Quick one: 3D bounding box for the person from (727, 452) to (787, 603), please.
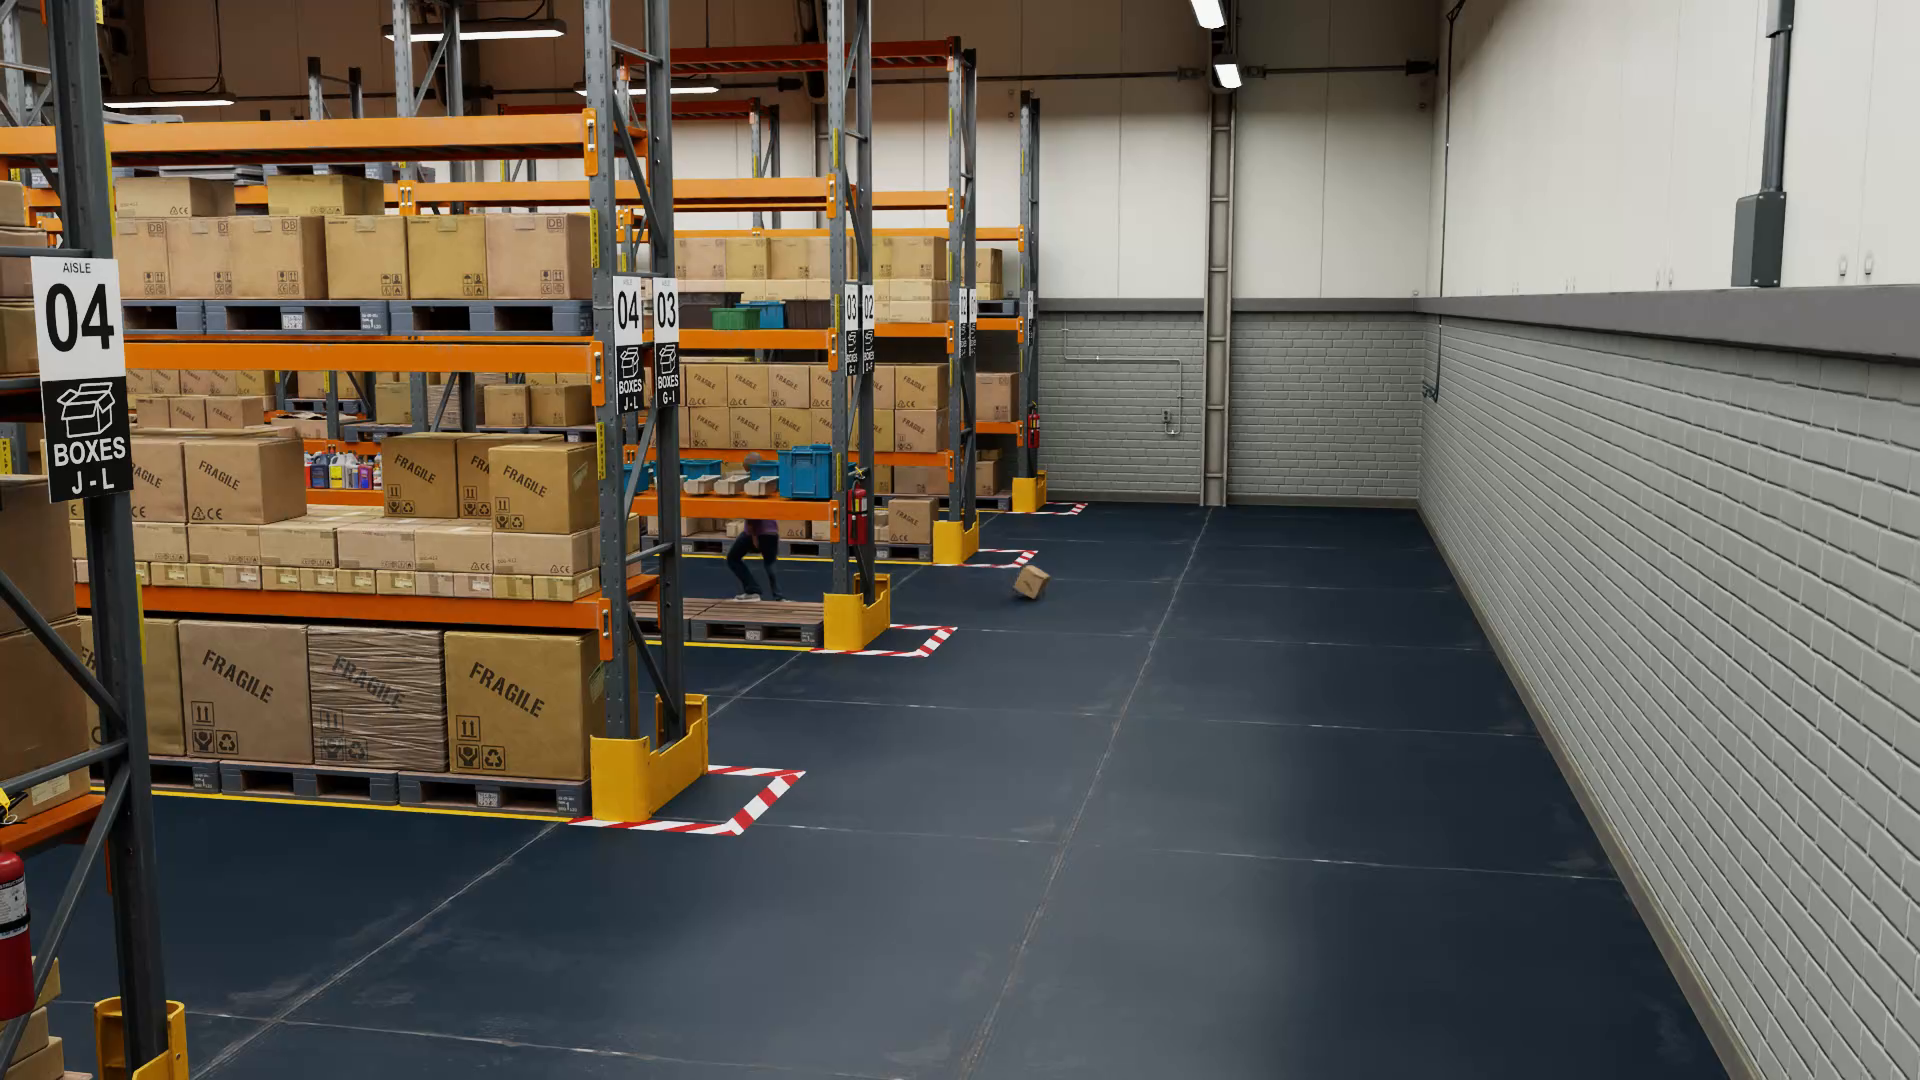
[{"bbox_3d":[-1.924,-0.047,15.846,0.492,1.579,0.447,-7,11,-39],"label":"person"}]
